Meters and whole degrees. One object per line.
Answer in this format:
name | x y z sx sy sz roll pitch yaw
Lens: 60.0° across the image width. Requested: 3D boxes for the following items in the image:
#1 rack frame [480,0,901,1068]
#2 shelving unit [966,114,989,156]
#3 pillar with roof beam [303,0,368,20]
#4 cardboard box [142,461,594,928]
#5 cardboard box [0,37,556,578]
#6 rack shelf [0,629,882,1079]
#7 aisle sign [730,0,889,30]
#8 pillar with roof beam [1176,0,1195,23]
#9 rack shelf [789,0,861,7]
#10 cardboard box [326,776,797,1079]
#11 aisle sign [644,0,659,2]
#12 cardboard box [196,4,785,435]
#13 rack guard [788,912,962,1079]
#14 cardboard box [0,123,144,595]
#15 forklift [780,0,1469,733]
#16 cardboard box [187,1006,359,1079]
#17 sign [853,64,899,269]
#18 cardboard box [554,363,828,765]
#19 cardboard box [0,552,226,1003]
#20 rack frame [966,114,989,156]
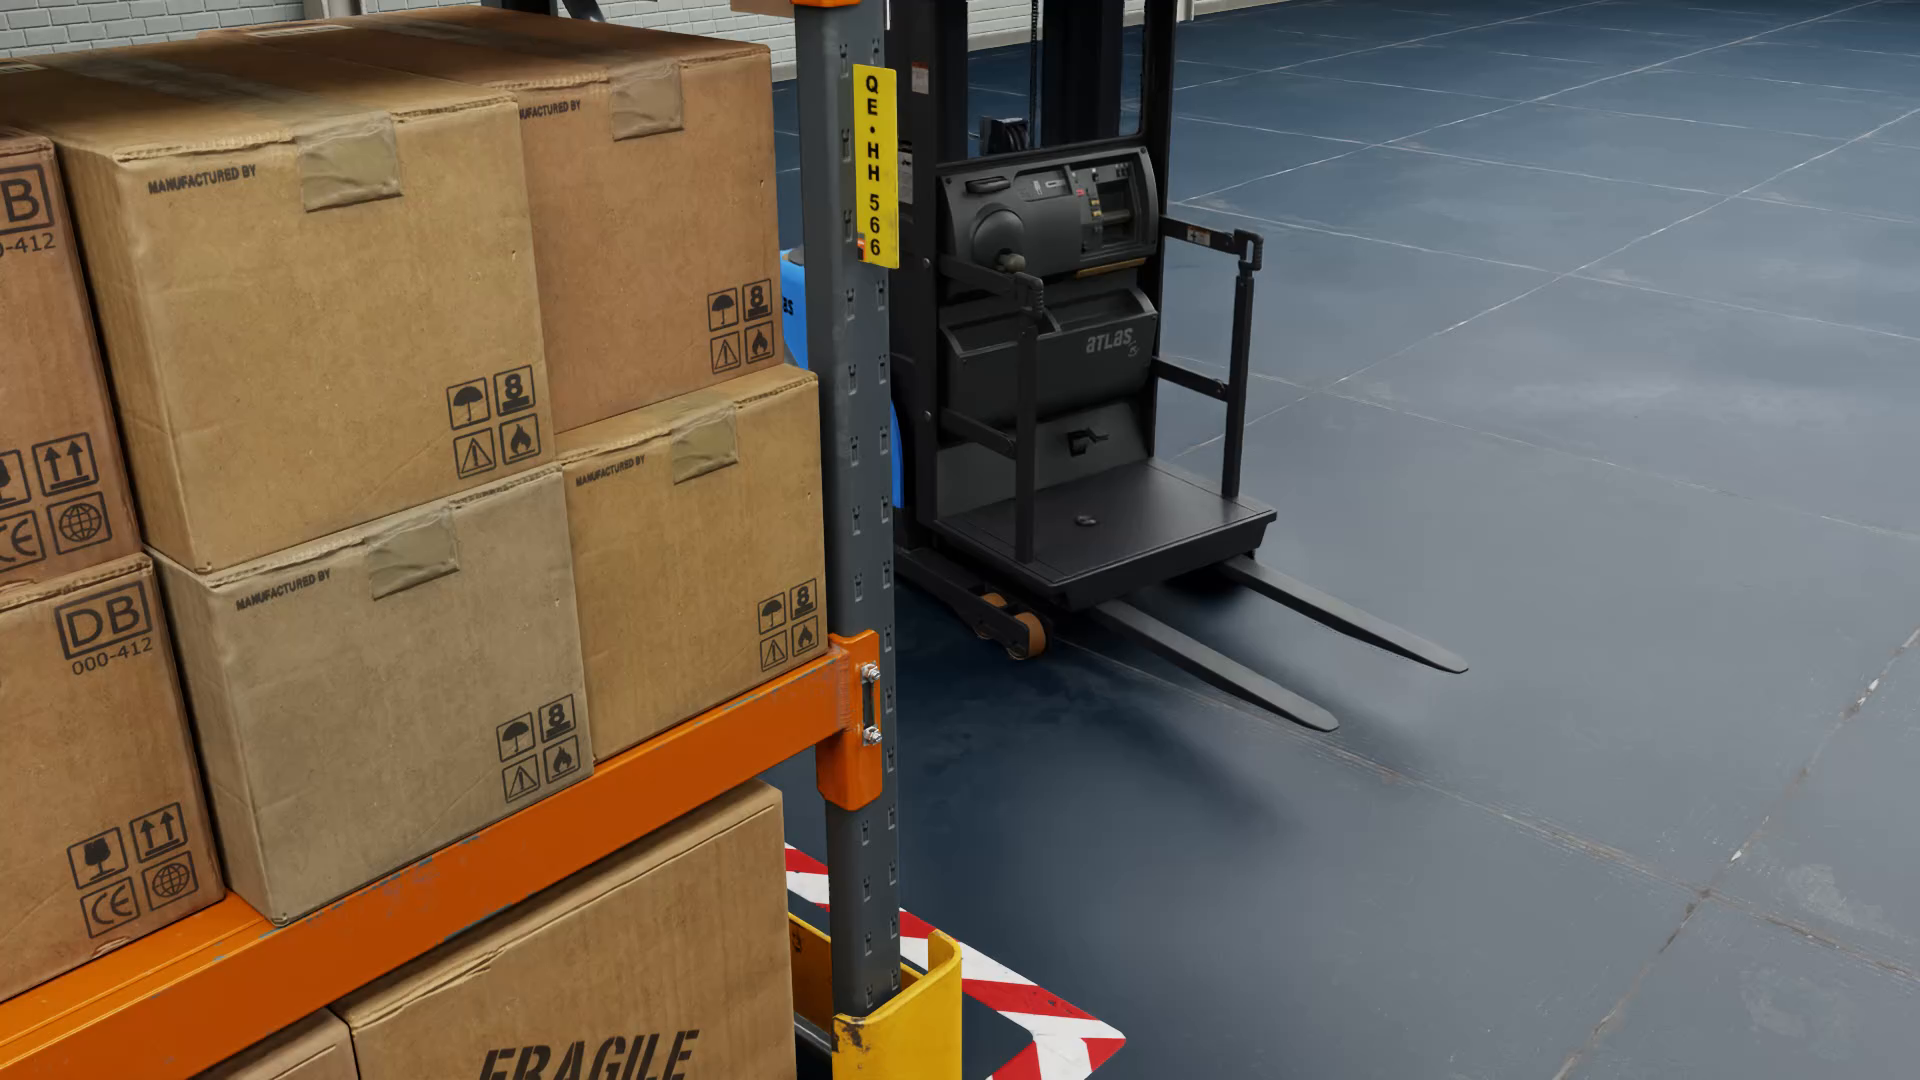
rack frame | -0.536 -0.132 3.378 1.000 3.000 0.127 20 31 38
shelving unit | -0.452 -1.126 7.428 1.048 1.500 0.538 -13 27 -27
pillar with roof beam | -1.914 -6.231 9.648 9.100 9.000 0.400 20 31 38
cardboard box | -1.100 0.099 2.680 0.875 0.550 0.550 20 31 38
cardboard box | -1.111 -0.398 2.468 0.875 0.550 0.550 20 31 38
rack shelf | -1.871 0.806 2.166 1.077 0.370 4.000 20 31 38
aisle sign | -0.265 -1.258 2.712 0.394 0.787 0.004 20 31 38
pillar with roof beam | 6.095 -9.887 17.802 9.100 9.000 0.400 20 31 38
rack shelf | -1.871 -0.563 1.552 1.077 0.370 4.000 20 31 38
cardboard box | -0.939 0.871 3.226 0.875 0.875 0.875 20 31 38
aisle sign | -0.712 -1.422 3.077 0.394 0.787 0.004 20 31 38
cardboard box | -0.812 -0.591 2.898 0.875 0.550 0.550 20 31 38
rack guard | -0.520 1.001 3.906 1.175 0.500 0.348 20 31 38
cardboard box | -1.586 -0.264 2.170 0.875 0.550 0.550 20 31 38
forklift | 0.458 -1.144 5.719 1.130 2.935 3.031 -17 29 -33
cardboard box | -1.525 1.139 2.626 0.875 0.875 0.875 20 31 37
sign | -0.141 -0.616 2.753 0.100 0.325 0.005 20 31 38
cardboard box | -0.750 -0.075 3.068 0.875 0.550 0.550 20 31 38
cardboard box | -1.568 0.235 2.376 0.875 0.550 0.550 20 31 38
rack frame | -0.011 -1.229 7.658 0.032 1.500 0.500 -13 27 -27
